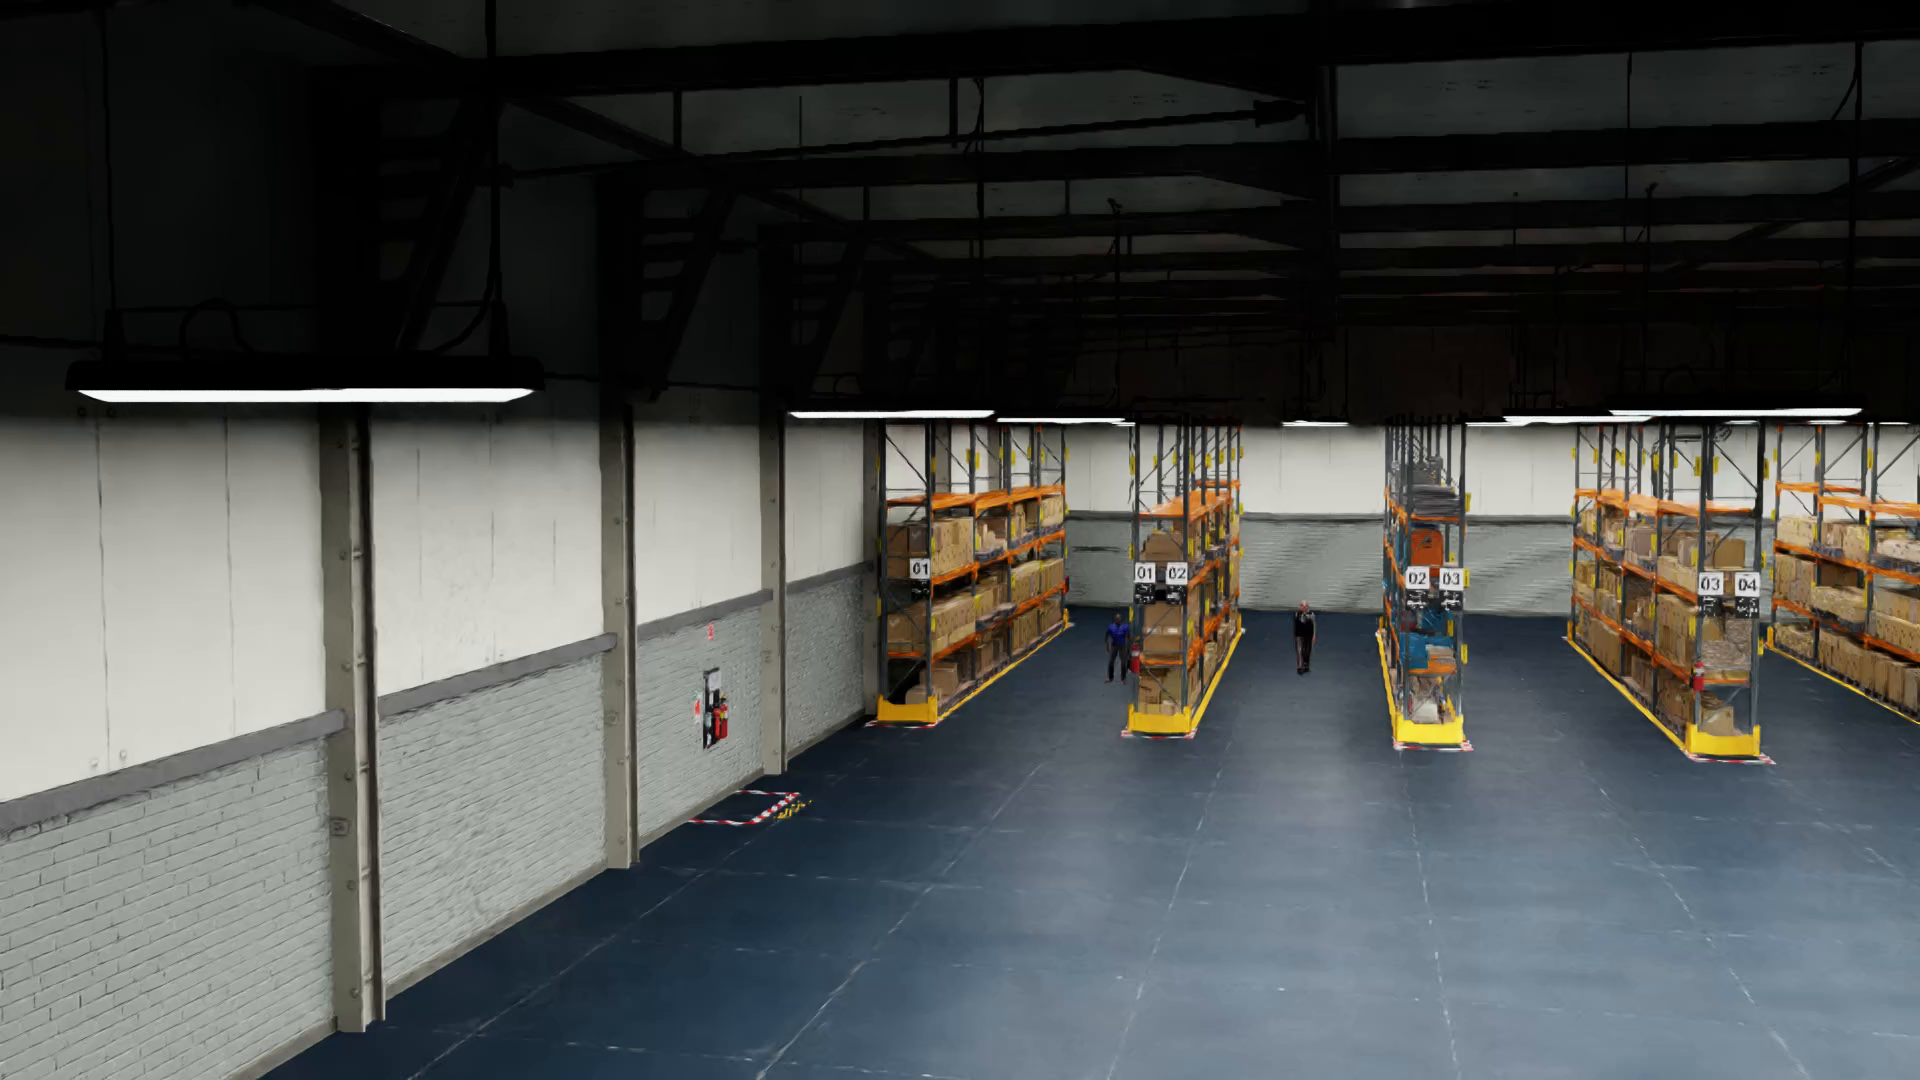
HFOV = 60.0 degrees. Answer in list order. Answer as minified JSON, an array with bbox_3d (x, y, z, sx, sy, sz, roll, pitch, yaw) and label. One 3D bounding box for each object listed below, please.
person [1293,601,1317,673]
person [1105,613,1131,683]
[{"bbox_3d":[8.080,2.256,38.932,0.555,1.673,1.029,1,4,12],"label":"person"},{"bbox_3d":[3.539,2.413,37.204,0.592,1.604,0.513,1,4,11],"label":"person"}]
